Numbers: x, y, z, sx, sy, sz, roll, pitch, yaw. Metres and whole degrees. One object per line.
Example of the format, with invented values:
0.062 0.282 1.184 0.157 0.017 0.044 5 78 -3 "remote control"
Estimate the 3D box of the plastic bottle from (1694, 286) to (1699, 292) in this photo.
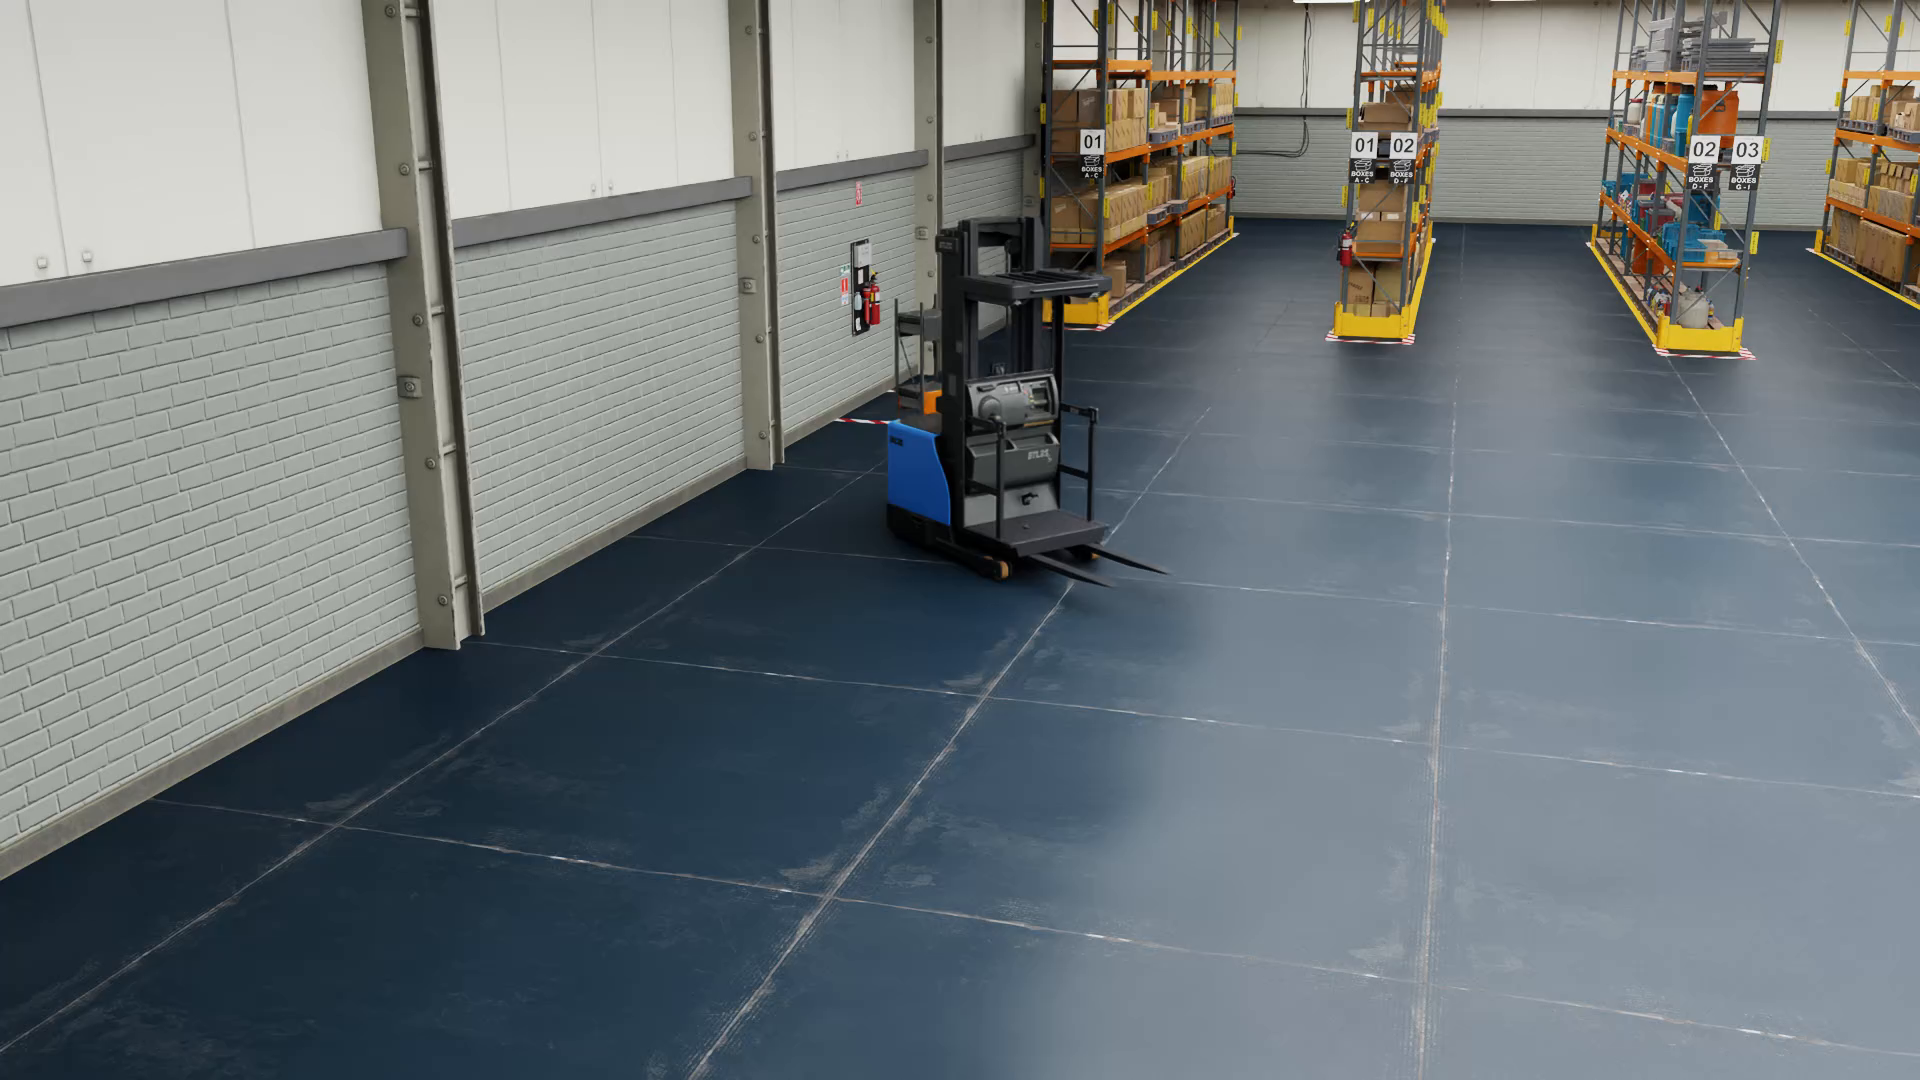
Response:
12.639 -4.172 28.510 0.144 0.351 0.185 4 16 14 "plastic bottle"

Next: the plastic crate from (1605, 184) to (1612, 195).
15.196 -8.130 38.612 0.416 0.233 0.300 5 16 16 "plastic crate"

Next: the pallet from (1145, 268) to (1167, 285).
3.612 -5.376 33.818 1.003 0.211 1.213 5 16 16 "pallet"

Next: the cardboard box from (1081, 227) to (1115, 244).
2.353 -5.188 28.282 0.500 0.250 0.500 4 16 14 "cardboard box"

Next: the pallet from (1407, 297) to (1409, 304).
7.531 -4.264 29.898 1.003 0.211 1.213 5 16 16 "pallet"

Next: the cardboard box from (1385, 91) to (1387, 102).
8.150 -8.053 30.780 0.500 0.500 0.500 6 17 21 "cardboard box"

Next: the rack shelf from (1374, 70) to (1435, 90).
8.366 -8.682 31.418 1.077 0.370 4.000 5 16 16 "rack shelf"

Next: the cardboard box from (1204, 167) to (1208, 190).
5.431 -8.347 38.417 0.500 0.500 0.500 4 16 15 "cardboard box"

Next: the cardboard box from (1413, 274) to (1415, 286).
8.296 -4.910 31.332 0.500 0.250 0.500 5 17 17 "cardboard box"

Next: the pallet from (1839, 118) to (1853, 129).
20.504 -9.387 37.512 1.003 0.211 1.213 5 16 16 "pallet"

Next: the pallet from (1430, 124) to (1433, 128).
9.526 -8.820 35.695 1.213 0.211 1.003 5 16 16 "pallet"

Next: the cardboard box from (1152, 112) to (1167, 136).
3.726 -8.411 33.683 0.797 0.503 0.637 7 17 24 "cardboard box"

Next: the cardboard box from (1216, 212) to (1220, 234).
6.070 -7.879 41.344 0.700 0.500 0.500 4 16 14 "cardboard box"

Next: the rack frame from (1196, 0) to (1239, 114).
6.457 -12.219 41.840 1.000 3.000 0.127 5 16 16 "rack frame"

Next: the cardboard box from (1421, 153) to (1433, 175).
10.475 -8.534 37.826 0.500 0.500 0.500 5 17 17 "cardboard box"

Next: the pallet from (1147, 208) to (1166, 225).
3.404 -6.290 32.281 1.003 0.211 1.213 5 16 16 "pallet"

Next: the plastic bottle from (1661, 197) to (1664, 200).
14.666 -7.007 34.685 0.152 0.276 0.135 5 16 16 "plastic bottle"

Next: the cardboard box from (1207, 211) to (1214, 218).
5.903 -7.862 40.092 0.380 0.149 0.250 5 17 18 "cardboard box"

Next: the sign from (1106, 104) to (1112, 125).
2.430 -6.969 27.224 0.100 0.325 0.005 5 16 16 "sign"

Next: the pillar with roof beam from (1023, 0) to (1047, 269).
5.407 -7.950 26.787 9.100 9.000 0.400 5 16 16 "pillar with roof beam"

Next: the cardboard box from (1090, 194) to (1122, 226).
2.484 -5.676 28.627 0.500 0.500 0.500 5 16 16 "cardboard box"

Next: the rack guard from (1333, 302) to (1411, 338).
6.654 -3.555 26.869 1.175 0.500 0.348 5 16 16 "rack guard"

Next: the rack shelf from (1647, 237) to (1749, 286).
11.977 -4.556 27.135 1.077 0.370 4.000 5 16 16 "rack shelf"

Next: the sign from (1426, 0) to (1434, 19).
7.191 -8.131 25.424 0.100 0.325 0.005 5 16 16 "sign"

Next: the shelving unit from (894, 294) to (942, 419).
-0.292 -1.246 15.796 0.503 2.100 0.431 -14 21 -40 "shelving unit"

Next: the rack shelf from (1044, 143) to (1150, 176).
2.479 -6.768 29.434 1.077 0.370 4.000 5 16 16 "rack shelf"

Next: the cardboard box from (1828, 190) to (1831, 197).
20.287 -7.993 38.393 0.380 0.149 0.250 5 17 17 "cardboard box"

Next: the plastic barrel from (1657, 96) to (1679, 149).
12.482 -7.260 28.932 0.600 0.901 0.708 5 16 16 "plastic barrel"

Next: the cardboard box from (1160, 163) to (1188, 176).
4.568 -7.908 35.495 0.500 0.250 0.500 5 17 17 "cardboard box"

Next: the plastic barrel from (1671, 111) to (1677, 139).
12.235 -7.027 28.056 0.421 0.512 0.421 0 16 0 "plastic barrel"

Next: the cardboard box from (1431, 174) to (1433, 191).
11.197 -8.724 40.327 0.500 0.500 0.500 5 17 16 "cardboard box"

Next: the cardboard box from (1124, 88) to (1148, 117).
3.165 -8.024 30.492 0.500 0.500 0.500 3 16 11 "cardboard box"

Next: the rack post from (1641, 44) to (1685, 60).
13.849 -9.515 32.442 0.954 0.300 0.937 5 16 16 "rack post"

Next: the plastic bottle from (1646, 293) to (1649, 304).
12.006 -4.215 28.935 0.097 0.201 0.097 0 16 0 "plastic bottle"

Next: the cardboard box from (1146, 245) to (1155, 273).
3.523 -5.666 33.504 0.700 0.500 0.500 5 17 17 "cardboard box"

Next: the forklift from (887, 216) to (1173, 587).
0.584 -1.218 14.171 1.130 2.935 3.031 -11 19 -34 "forklift"

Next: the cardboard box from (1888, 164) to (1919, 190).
19.188 -7.319 33.535 0.797 0.503 0.637 5 17 16 "cardboard box"

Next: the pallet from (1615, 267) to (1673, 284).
13.866 -5.340 33.690 1.003 0.211 1.213 5 16 16 "pallet"

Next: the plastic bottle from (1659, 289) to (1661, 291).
12.071 -4.186 28.684 0.061 0.283 0.133 5 16 16 "plastic bottle"

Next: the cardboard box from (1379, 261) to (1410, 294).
7.455 -4.519 28.582 0.500 0.500 0.500 5 16 16 "cardboard box"

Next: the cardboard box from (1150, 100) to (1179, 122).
4.264 -9.072 35.251 0.700 0.500 0.500 3 16 12 "cardboard box"

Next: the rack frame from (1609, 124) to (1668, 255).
14.819 -7.519 36.261 1.000 3.000 0.127 5 16 16 "rack frame"

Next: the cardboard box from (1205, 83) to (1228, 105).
6.218 -10.835 40.405 0.500 0.500 0.500 4 16 13 "cardboard box"

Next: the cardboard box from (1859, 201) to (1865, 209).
19.340 -7.119 35.311 0.380 0.149 0.250 5 17 16 "cardboard box"

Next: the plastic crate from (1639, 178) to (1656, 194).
15.313 -7.792 36.999 0.402 0.464 0.583 5 16 16 "plastic crate"

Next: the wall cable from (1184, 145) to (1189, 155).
5.914 -10.230 43.960 0.084 1.984 1.851 5 16 16 "wall cable"

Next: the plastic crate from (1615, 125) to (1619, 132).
14.815 -9.197 37.164 0.293 0.136 0.466 5 16 16 "plastic crate"

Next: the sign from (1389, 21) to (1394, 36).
9.556 -11.324 36.827 0.100 0.325 0.005 5 16 16 "sign"

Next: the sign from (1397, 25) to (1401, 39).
10.687 -12.366 40.499 0.100 0.325 0.005 5 16 16 "sign"
